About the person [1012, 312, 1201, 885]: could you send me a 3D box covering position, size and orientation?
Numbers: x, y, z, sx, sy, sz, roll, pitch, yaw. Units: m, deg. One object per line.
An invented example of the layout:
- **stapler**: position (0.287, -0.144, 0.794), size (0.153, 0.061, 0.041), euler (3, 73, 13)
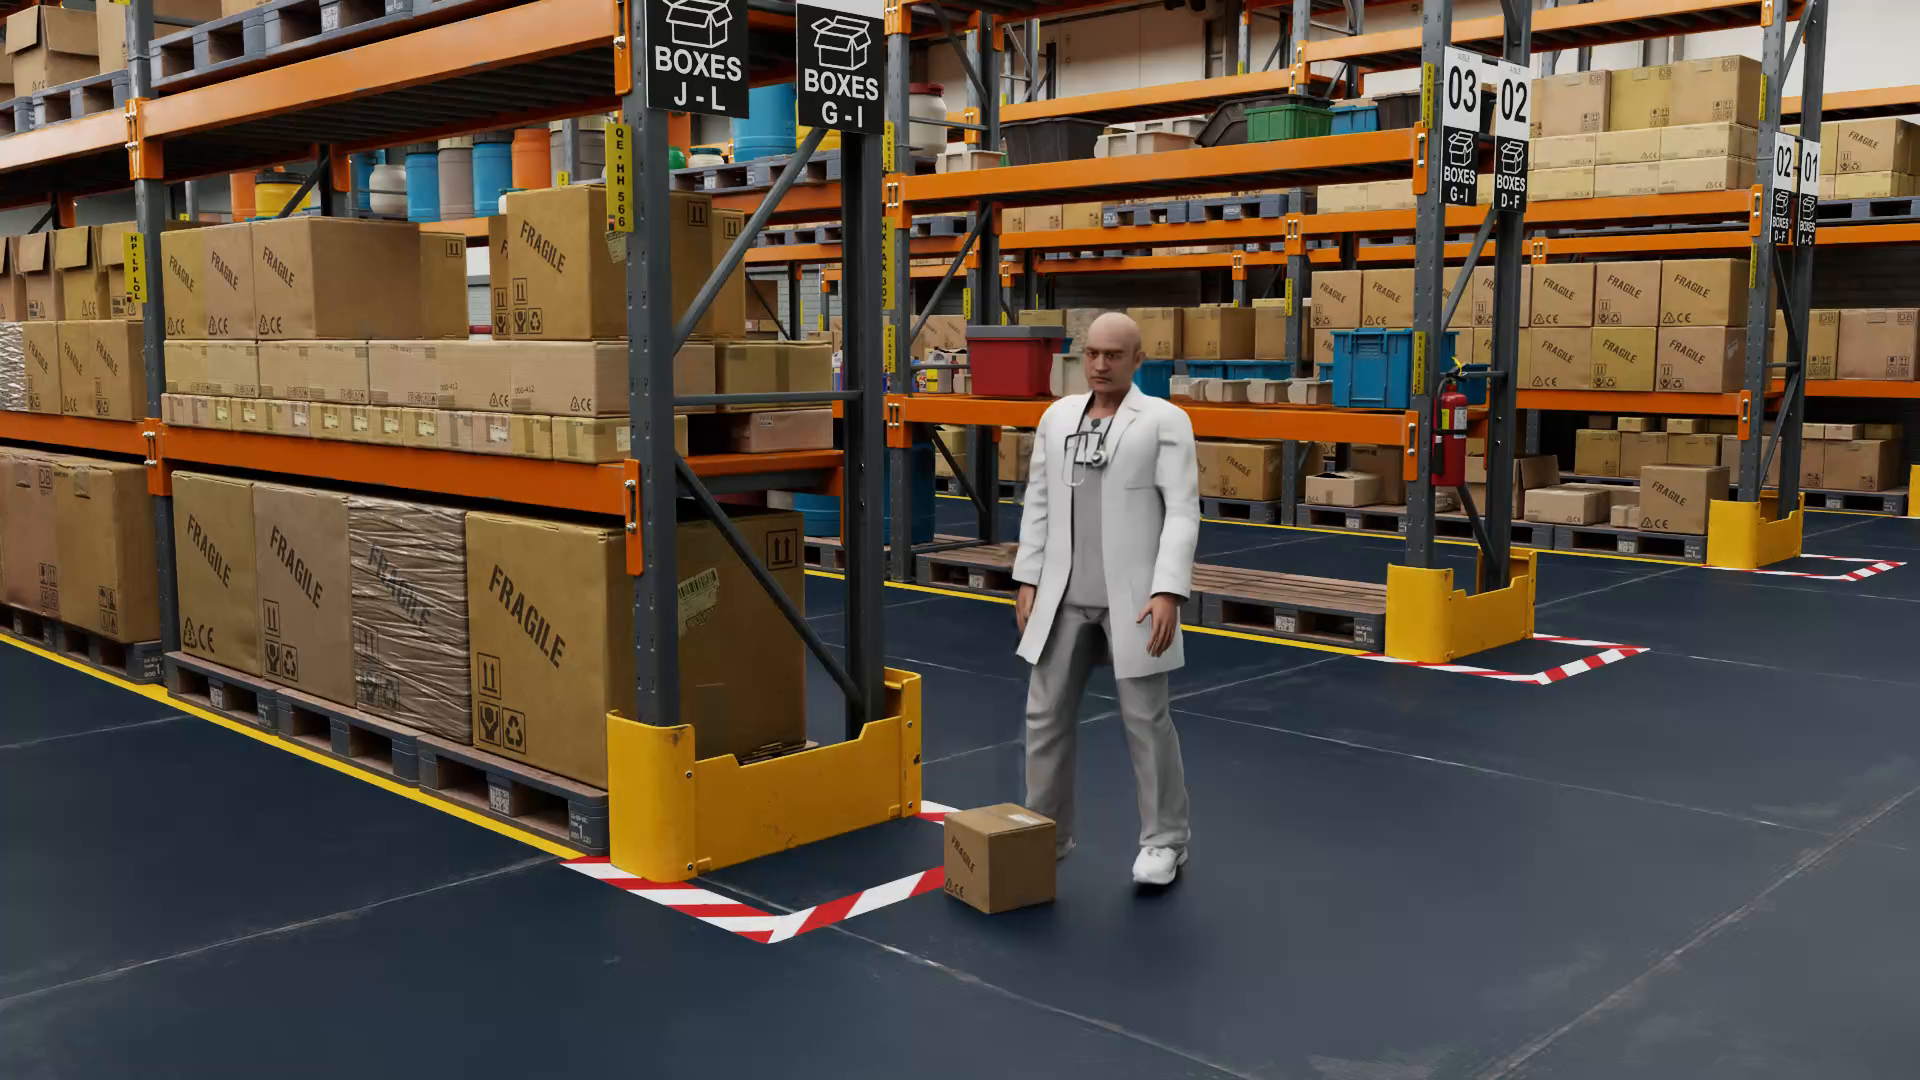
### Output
- **person**: position (0.445, 0.200, 5.227), size (0.652, 1.815, 0.480), euler (4, 8, 29)
